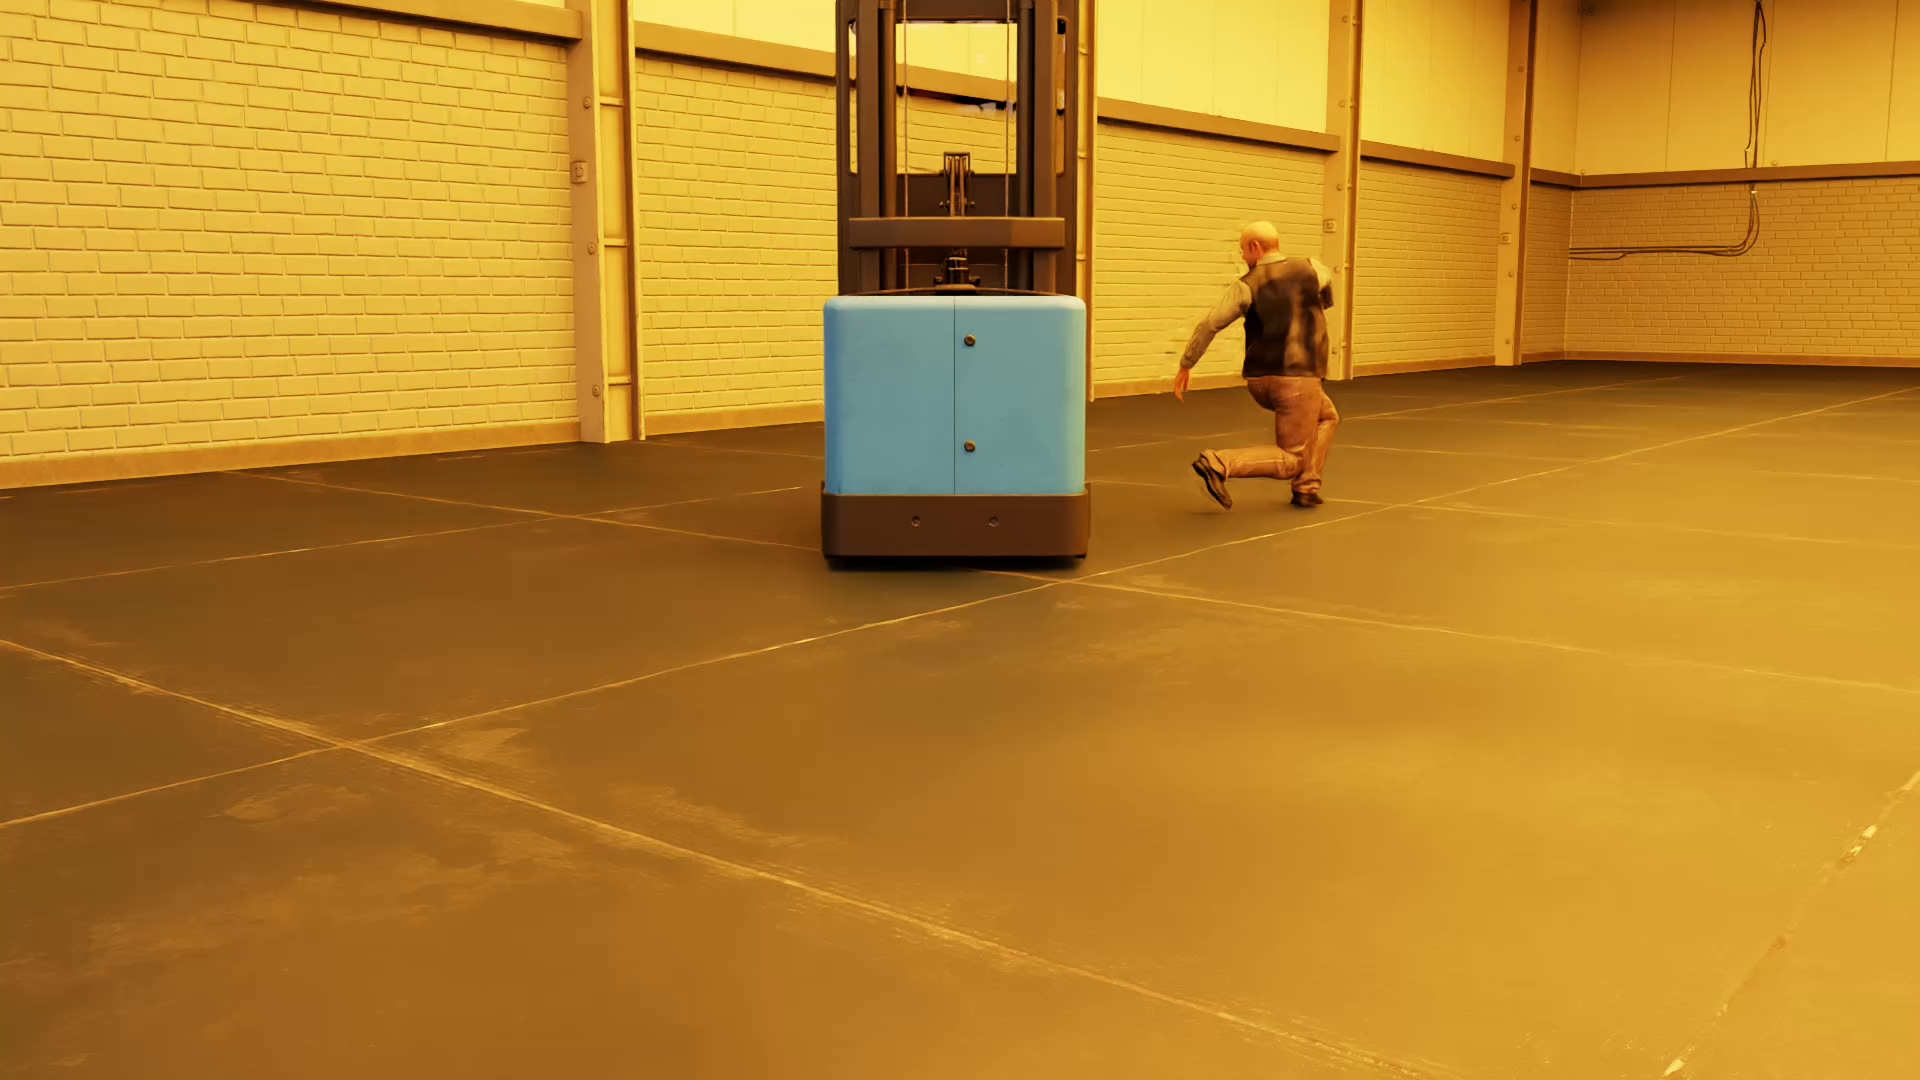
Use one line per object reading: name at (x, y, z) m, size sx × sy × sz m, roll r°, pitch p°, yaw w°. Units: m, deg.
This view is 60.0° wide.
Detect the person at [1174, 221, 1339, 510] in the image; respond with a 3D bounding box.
person at (1.548, -0.869, 8.479) m, size 0.933 × 1.490 × 0.669 m, roll -7°, pitch 11°, yaw -39°

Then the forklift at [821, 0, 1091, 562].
forklift at (-0.011, -1.536, 7.780) m, size 1.130 × 2.935 × 3.031 m, roll 0°, pitch 8°, yaw 0°
